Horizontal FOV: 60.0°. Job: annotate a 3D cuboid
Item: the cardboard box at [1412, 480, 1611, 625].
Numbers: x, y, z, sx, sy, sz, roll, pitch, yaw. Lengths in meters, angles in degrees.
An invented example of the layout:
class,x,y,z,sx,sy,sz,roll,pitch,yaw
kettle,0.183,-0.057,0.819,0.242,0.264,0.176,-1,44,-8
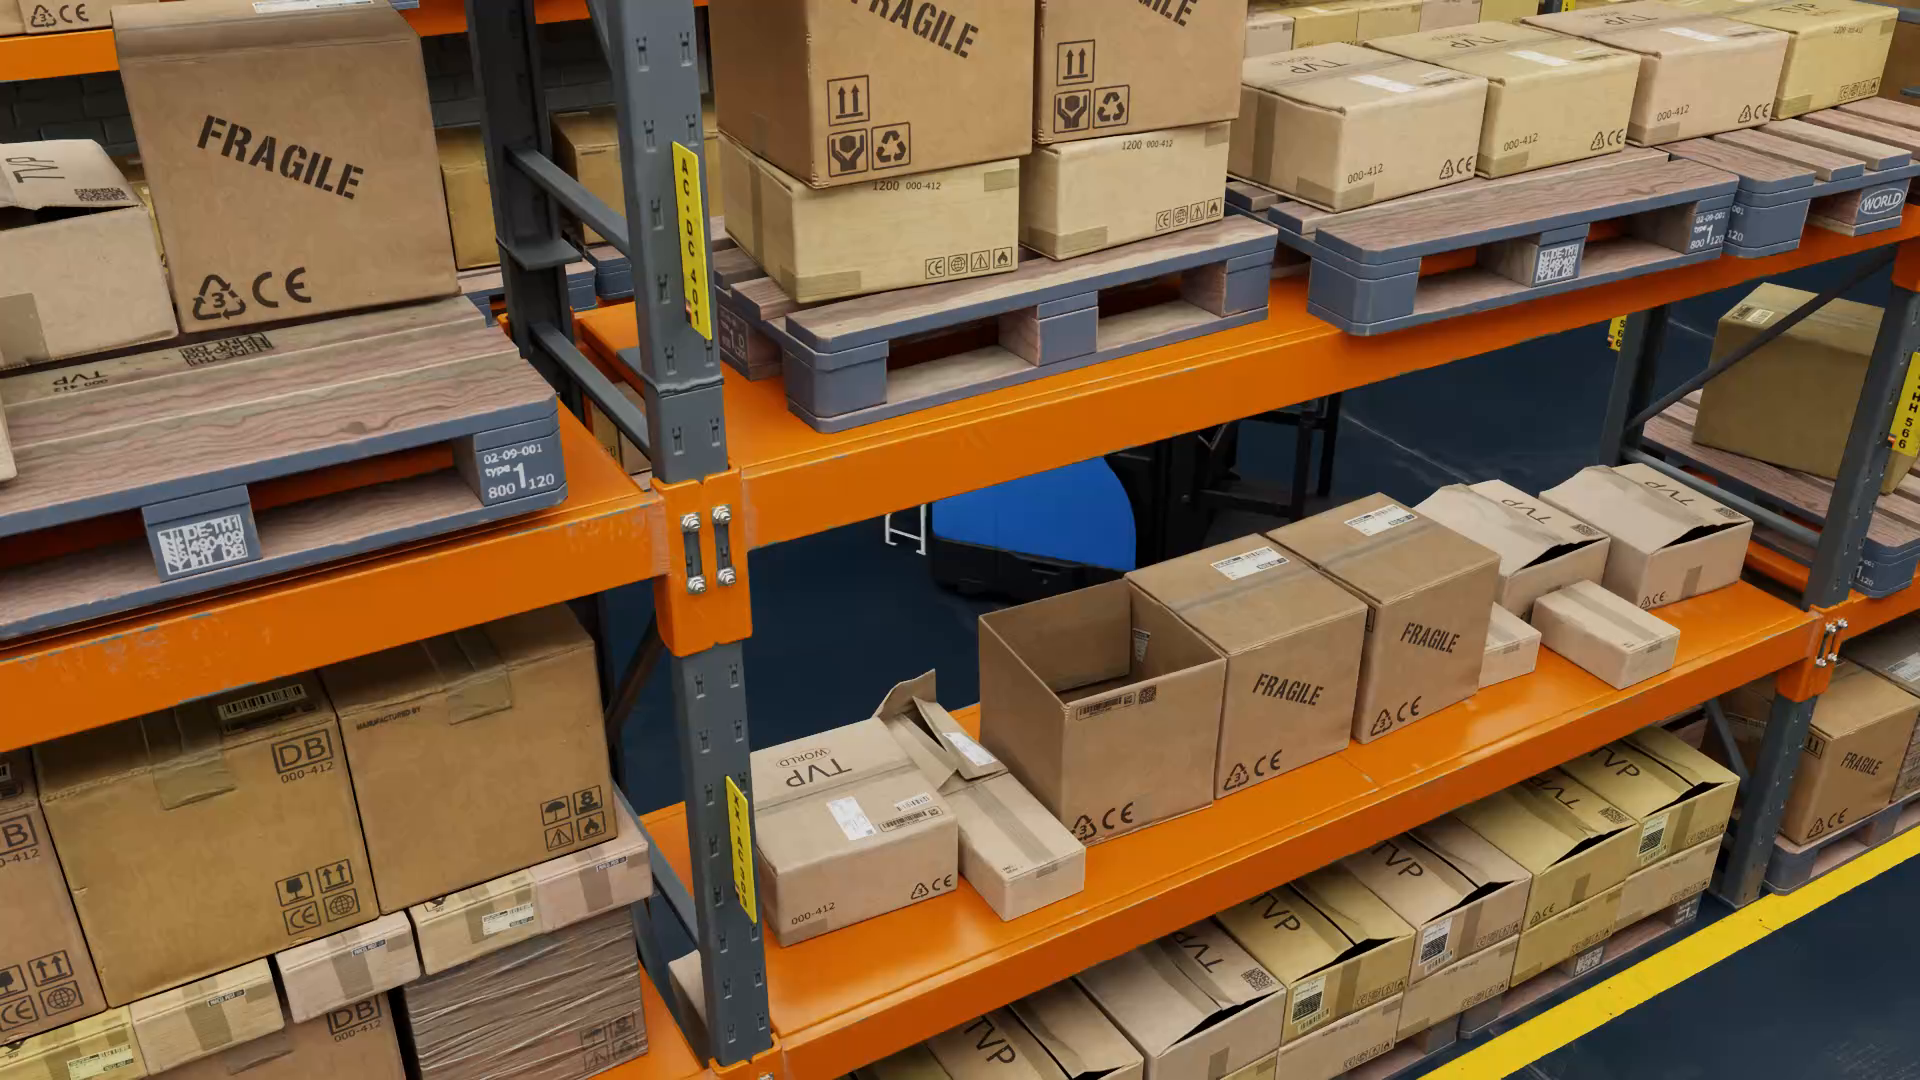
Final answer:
class,x,y,z,sx,sy,sz,roll,pitch,yaw
cardboard box,1.839,0.032,5.679,0.500,0.311,0.500,-16,33,-27

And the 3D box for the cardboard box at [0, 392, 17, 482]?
class,x,y,z,sx,sy,sz,roll,pitch,yaw
cardboard box,-1.642,-0.205,2.593,0.250,0.149,0.380,-16,33,-26

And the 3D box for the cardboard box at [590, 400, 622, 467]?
class,x,y,z,sx,sy,sz,roll,pitch,yaw
cardboard box,-2.207,-0.661,8.975,0.500,0.500,0.700,-17,33,-27

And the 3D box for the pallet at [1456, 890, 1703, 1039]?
class,x,y,z,sx,sy,sz,roll,pitch,yaw
pallet,1.978,1.261,6.246,1.213,0.211,1.003,-16,33,-26

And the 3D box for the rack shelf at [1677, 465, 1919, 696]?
class,x,y,z,sx,sy,sz,roll,pitch,yaw
rack shelf,4.432,-0.320,6.969,4.000,0.370,1.077,-16,33,-26

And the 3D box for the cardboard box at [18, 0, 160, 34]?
class,x,y,z,sx,sy,sz,roll,pitch,yaw
cardboard box,-3.566,-2.367,6.706,0.500,0.500,0.500,-15,32,-25

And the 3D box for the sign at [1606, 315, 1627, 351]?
class,x,y,z,sx,sy,sz,roll,pitch,yaw
sign,2.425,-0.841,6.053,0.005,0.325,0.100,-16,33,-26

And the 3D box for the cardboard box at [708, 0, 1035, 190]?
class,x,y,z,sx,sy,sz,roll,pitch,yaw
cardboard box,-0.189,-1.060,3.407,0.500,0.500,0.500,-15,32,-26

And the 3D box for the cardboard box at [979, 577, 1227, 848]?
class,x,y,z,sx,sy,sz,roll,pitch,yaw
cardboard box,0.384,0.480,4.672,0.500,0.500,0.500,-13,32,-23

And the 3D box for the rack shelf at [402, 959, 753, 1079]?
class,x,y,z,sx,sy,sz,roll,pitch,yaw
rack shelf,-2.465,1.639,3.421,4.000,0.370,1.077,-16,33,-26

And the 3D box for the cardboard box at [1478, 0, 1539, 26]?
class,x,y,z,sx,sy,sz,roll,pitch,yaw
cardboard box,3.371,-3.477,10.738,0.500,0.250,0.500,-15,32,-25

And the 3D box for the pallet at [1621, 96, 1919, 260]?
class,x,y,z,sx,sy,sz,roll,pitch,yaw
pallet,2.168,-1.172,4.861,1.003,0.211,1.213,-14,32,-24

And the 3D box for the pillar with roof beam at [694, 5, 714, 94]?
class,x,y,z,sx,sy,sz,roll,pitch,yaw
pillar with roof beam,0.817,-3.083,5.023,0.400,9.000,9.100,-16,33,-26

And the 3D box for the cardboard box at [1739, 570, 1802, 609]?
class,x,y,z,sx,sy,sz,roll,pitch,yaw
cardboard box,3.442,0.086,6.845,0.500,0.250,0.500,-15,32,-24

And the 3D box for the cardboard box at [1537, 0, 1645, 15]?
class,x,y,z,sx,sy,sz,roll,pitch,yaw
cardboard box,4.120,-3.444,11.576,0.700,0.700,0.980,-15,32,-26

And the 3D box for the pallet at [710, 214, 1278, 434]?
class,x,y,z,sx,sy,sz,roll,pitch,yaw
pallet,0.013,-0.617,3.856,1.217,0.209,0.805,-17,33,-28

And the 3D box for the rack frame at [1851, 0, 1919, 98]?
class,x,y,z,sx,sy,sz,roll,pitch,yaw
rack frame,2.708,-2.772,4.459,0.127,3.000,1.000,-16,33,-26

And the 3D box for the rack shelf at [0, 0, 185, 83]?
class,x,y,z,sx,sy,sz,roll,pitch,yaw
rack shelf,-4.978,-1.737,6.434,4.000,0.370,1.077,-16,33,-26

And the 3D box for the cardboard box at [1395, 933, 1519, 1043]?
class,x,y,z,sx,sy,sz,roll,pitch,yaw
cardboard box,1.500,1.355,5.602,0.500,0.250,0.500,-15,32,-25

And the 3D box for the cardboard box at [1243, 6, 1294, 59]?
class,x,y,z,sx,sy,sz,roll,pitch,yaw
cardboard box,1.609,-2.978,9.834,0.500,0.250,0.500,-16,33,-26

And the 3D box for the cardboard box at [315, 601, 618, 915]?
class,x,y,z,sx,sy,sz,roll,pitch,yaw
cardboard box,-1.120,0.334,3.595,0.500,0.500,0.700,-16,33,-26

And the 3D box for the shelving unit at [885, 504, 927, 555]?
class,x,y,z,sx,sy,sz,roll,pitch,yaw
shelving unit,-0.155,-0.581,8.562,0.258,1.200,0.503,16,33,27

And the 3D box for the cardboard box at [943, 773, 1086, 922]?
class,x,y,z,sx,sy,sz,roll,pitch,yaw
cardboard box,0.127,0.812,4.433,0.250,0.149,0.380,-16,33,-26

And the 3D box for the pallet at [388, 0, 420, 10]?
class,x,y,z,sx,sy,sz,roll,pitch,yaw
pallet,-2.667,-2.566,7.386,1.003,0.211,1.213,-16,33,-26

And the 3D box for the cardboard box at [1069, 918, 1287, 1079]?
class,x,y,z,sx,sy,sz,roll,pitch,yaw
cardboard box,0.622,1.364,5.005,0.500,0.311,0.500,-17,33,-28

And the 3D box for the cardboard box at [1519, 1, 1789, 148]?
class,x,y,z,sx,sy,sz,roll,pitch,yaw
cardboard box,1.902,-1.306,4.628,0.500,0.250,0.500,-15,32,-25

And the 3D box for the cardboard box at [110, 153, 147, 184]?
class,x,y,z,sx,sy,sz,roll,pitch,yaw
cardboard box,-3.765,-1.472,7.671,0.500,0.500,0.500,-17,33,-27

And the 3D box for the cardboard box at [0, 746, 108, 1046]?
class,x,y,z,sx,sy,sz,roll,pitch,yaw
cardboard box,-1.987,0.580,3.148,0.500,0.500,0.700,-16,33,-26

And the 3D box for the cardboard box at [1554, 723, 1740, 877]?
class,x,y,z,sx,sy,sz,roll,pitch,yaw
cardboard box,2.381,0.860,5.917,0.500,0.311,0.500,-15,32,-25

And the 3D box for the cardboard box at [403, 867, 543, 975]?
class,x,y,z,sx,sy,sz,roll,pitch,yaw
cardboard box,-1.081,0.722,3.563,0.250,0.149,0.380,-17,33,-27

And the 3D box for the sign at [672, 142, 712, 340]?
class,x,y,z,sx,sy,sz,roll,pitch,yaw
sign,-0.458,-0.509,2.847,0.005,0.325,0.100,-16,33,-26

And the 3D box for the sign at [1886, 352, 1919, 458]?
class,x,y,z,sx,sy,sz,roll,pitch,yaw
sign,2.992,-0.421,5.211,0.005,0.325,0.100,-16,33,-26

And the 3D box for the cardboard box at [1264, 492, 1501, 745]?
class,x,y,z,sx,sy,sz,roll,pitch,yaw
cardboard box,1.269,0.229,5.127,0.500,0.500,0.500,-18,34,-29

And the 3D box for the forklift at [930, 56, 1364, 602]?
class,x,y,z,sx,sy,sz,roll,pitch,yaw
forklift,1.422,-1.017,7.560,3.031,2.935,1.130,10,30,17

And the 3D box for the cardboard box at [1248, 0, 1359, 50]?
class,x,y,z,sx,sy,sz,roll,pitch,yaw
cardboard box,2.046,-3.106,10.065,0.500,0.250,0.500,-17,33,-27

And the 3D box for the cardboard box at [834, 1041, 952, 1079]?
class,x,y,z,sx,sy,sz,roll,pitch,yaw
cardboard box,-0.258,1.611,4.557,0.500,0.311,0.500,-16,33,-26

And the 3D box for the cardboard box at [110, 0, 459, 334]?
class,x,y,z,sx,sy,sz,roll,pitch,yaw
cardboard box,-1.309,-0.755,3.225,0.500,0.500,0.500,-13,31,-22

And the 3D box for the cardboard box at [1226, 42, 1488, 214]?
class,x,y,z,sx,sy,sz,roll,pitch,yaw
cardboard box,0.939,-1.040,4.146,0.500,0.250,0.500,-19,34,-30

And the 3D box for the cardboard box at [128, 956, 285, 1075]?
class,x,y,z,sx,sy,sz,roll,pitch,yaw
cardboard box,-1.531,0.852,3.327,0.250,0.149,0.380,-16,33,-26

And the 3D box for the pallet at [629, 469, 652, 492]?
class,x,y,z,sx,sy,sz,roll,pitch,yaw
pallet,-1.530,-0.499,9.436,1.213,0.211,1.003,-16,33,-26

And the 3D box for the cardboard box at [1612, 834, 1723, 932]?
class,x,y,z,sx,sy,sz,roll,pitch,yaw
cardboard box,2.378,1.105,6.054,0.500,0.250,0.500,-15,32,-25

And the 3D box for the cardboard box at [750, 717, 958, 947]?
class,x,y,z,sx,sy,sz,roll,pitch,yaw
cardboard box,-0.338,0.761,4.422,0.500,0.250,0.500,-14,32,-23

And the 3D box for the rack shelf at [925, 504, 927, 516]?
class,x,y,z,sx,sy,sz,roll,pitch,yaw
rack shelf,-0.155,-0.315,8.709,0.258,0.148,0.480,16,33,27

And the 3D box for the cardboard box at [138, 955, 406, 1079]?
class,x,y,z,sx,sy,sz,roll,pitch,yaw
cardboard box,-1.572,1.033,3.669,0.500,0.500,0.700,-16,33,-27

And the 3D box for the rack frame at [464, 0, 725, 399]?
class,x,y,z,sx,sy,sz,roll,pitch,yaw
rack frame,-0.741,-1.792,2.684,0.127,3.000,1.000,-16,33,-26

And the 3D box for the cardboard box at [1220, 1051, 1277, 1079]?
class,x,y,z,sx,sy,sz,roll,pitch,yaw
cardboard box,0.619,1.606,5.146,0.500,0.250,0.500,-17,33,-28

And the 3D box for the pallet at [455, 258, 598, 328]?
class,x,y,z,sx,sy,sz,roll,pitch,yaw
pallet,-2.521,-1.271,8.147,1.213,0.211,1.003,-16,33,-26

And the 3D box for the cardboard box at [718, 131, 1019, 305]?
class,x,y,z,sx,sy,sz,roll,pitch,yaw
cardboard box,-0.205,-0.744,3.610,0.500,0.250,0.500,-12,31,-21

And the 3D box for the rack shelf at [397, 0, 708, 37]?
class,x,y,z,sx,sy,sz,roll,pitch,yaw
rack shelf,-1.529,-2.716,8.208,4.000,0.370,1.077,-16,33,-26

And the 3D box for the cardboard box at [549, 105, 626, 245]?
class,x,y,z,sx,sy,sz,roll,pitch,yaw
cardboard box,-1.760,-1.883,8.499,0.500,0.500,0.700,-11,31,-20

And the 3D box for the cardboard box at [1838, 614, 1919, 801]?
class,x,y,z,sx,sy,sz,roll,pitch,yaw
cardboard box,3.694,0.634,6.629,0.500,0.500,0.500,-17,33,-28

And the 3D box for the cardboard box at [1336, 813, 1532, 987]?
class,x,y,z,sx,sy,sz,roll,pitch,yaw
cardboard box,1.500,1.113,5.460,0.500,0.311,0.500,-16,33,-27
